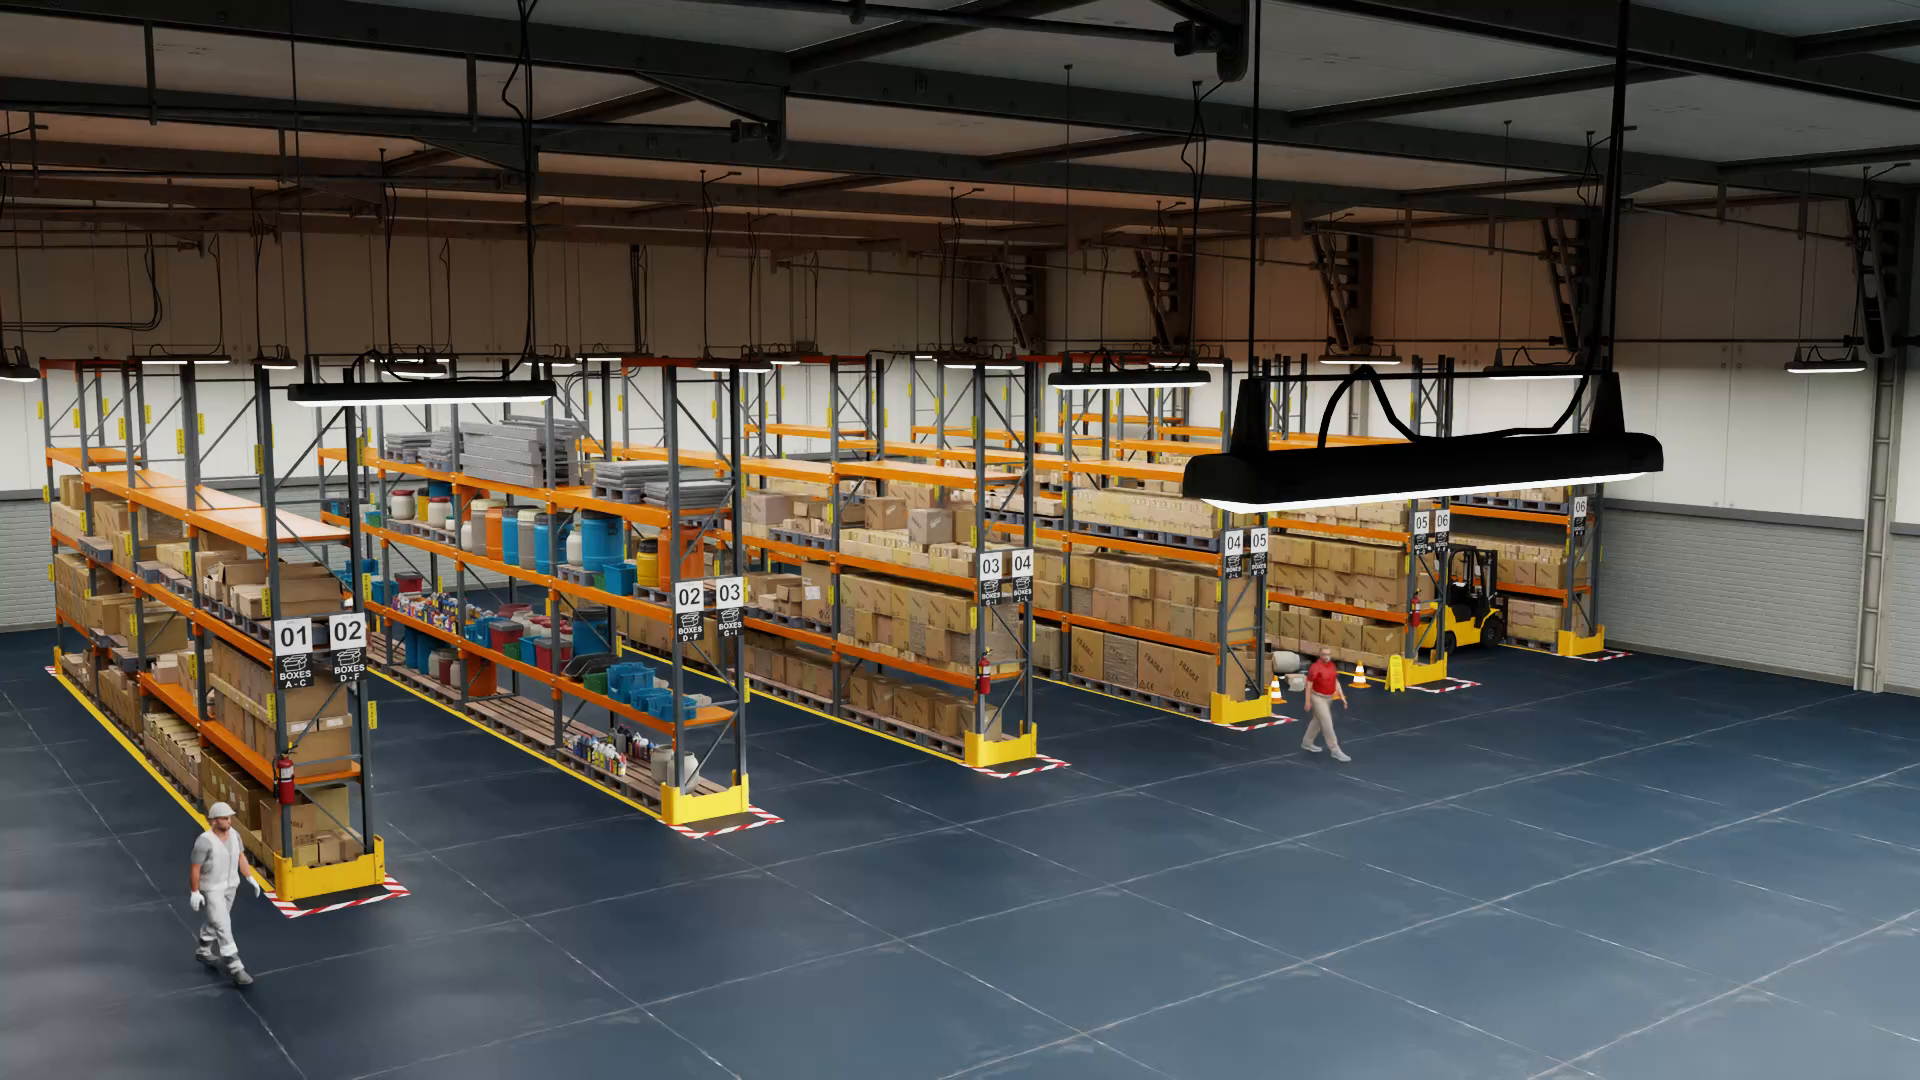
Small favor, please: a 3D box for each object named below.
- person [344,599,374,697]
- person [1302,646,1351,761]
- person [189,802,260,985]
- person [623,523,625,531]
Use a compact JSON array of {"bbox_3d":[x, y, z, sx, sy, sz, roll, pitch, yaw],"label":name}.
[{"bbox_3d":[-10.862,1.900,29.755,0.646,1.710,1.081,-6,9,-39],"label":"person"},{"bbox_3d":[5.573,2.443,25.255,0.932,1.691,0.563,7,10,44],"label":"person"},{"bbox_3d":[-7.317,3.455,16.538,1.049,1.721,0.608,4,8,28],"label":"person"},{"bbox_3d":[-8.397,0.410,41.921,0.520,1.762,0.592,6,9,39],"label":"person"}]
